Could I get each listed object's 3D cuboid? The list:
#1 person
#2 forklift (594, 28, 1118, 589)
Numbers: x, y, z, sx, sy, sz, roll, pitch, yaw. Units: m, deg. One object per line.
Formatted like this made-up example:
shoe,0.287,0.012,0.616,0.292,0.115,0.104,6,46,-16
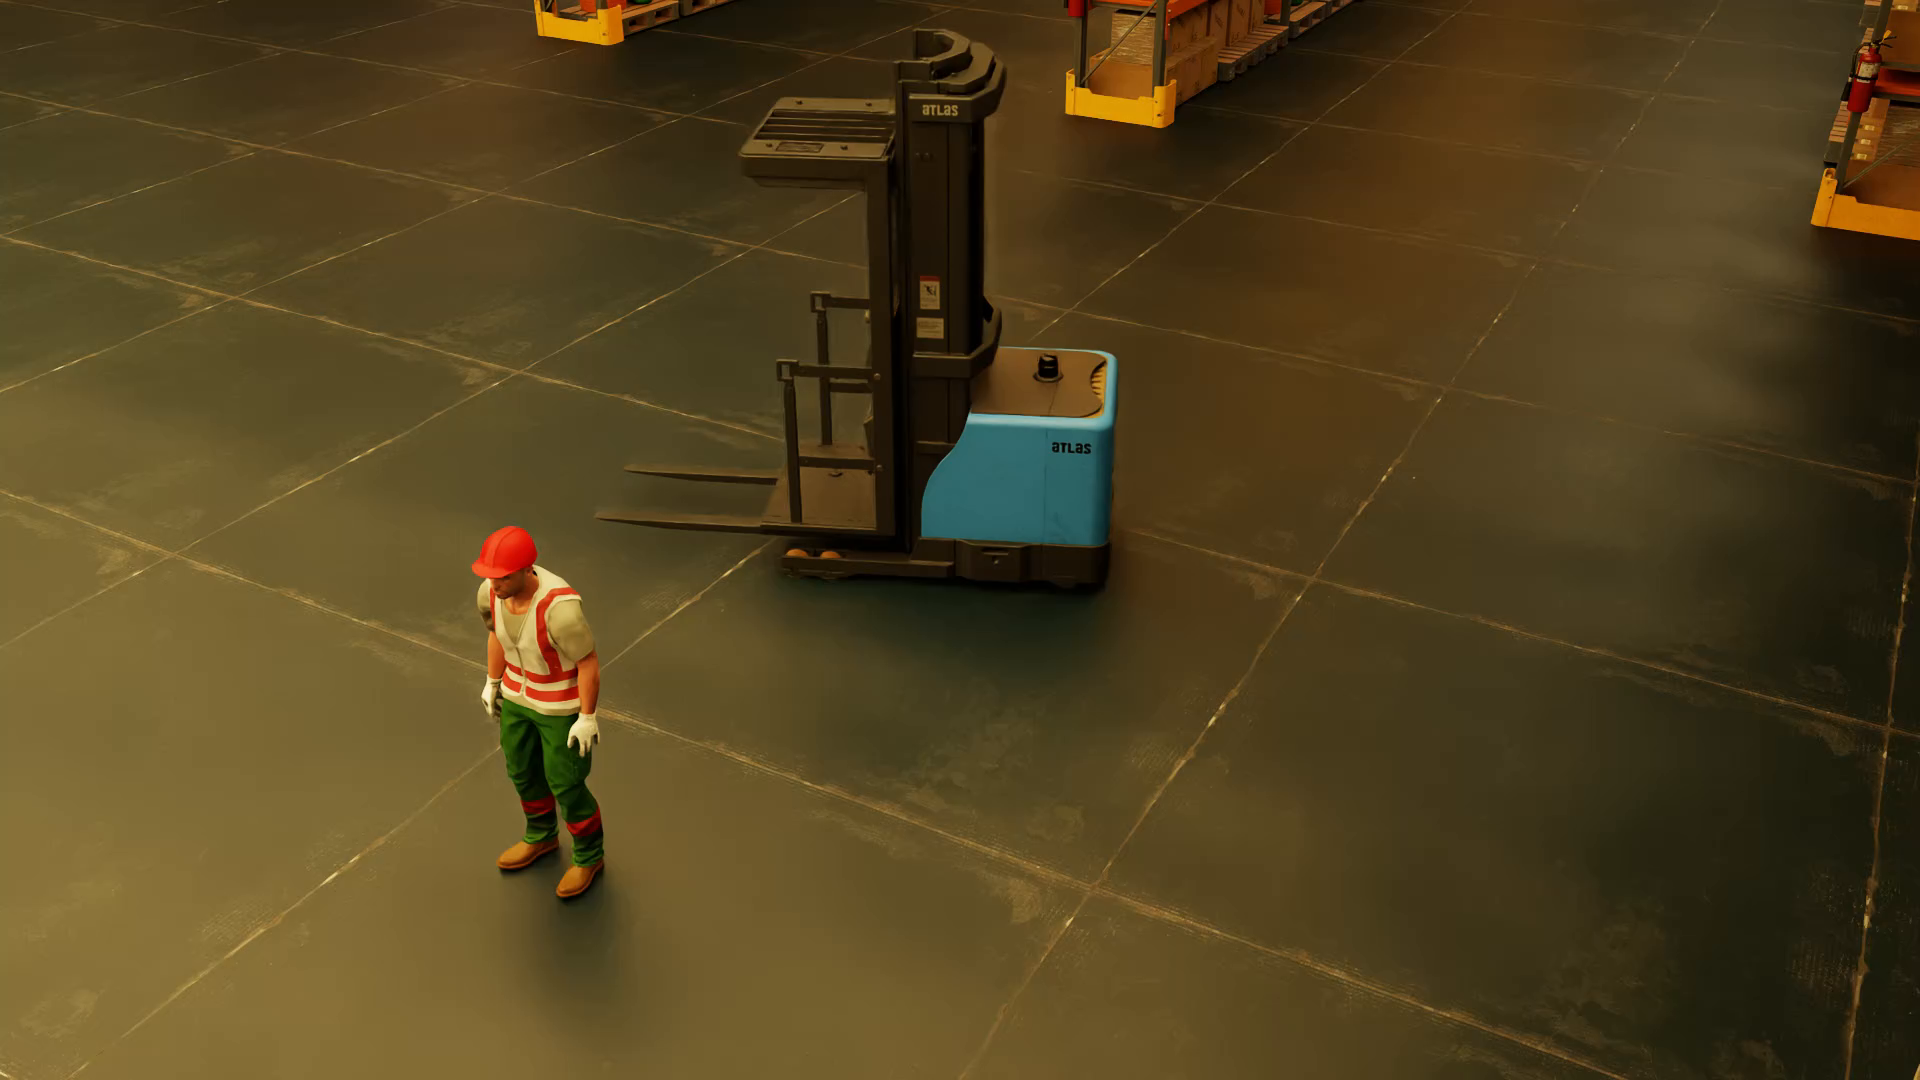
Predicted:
person,-1.775,0.699,7.018,0.607,1.777,0.453,17,34,26
forklift,-0.614,-1.296,9.315,3.031,2.935,1.130,3,30,5
